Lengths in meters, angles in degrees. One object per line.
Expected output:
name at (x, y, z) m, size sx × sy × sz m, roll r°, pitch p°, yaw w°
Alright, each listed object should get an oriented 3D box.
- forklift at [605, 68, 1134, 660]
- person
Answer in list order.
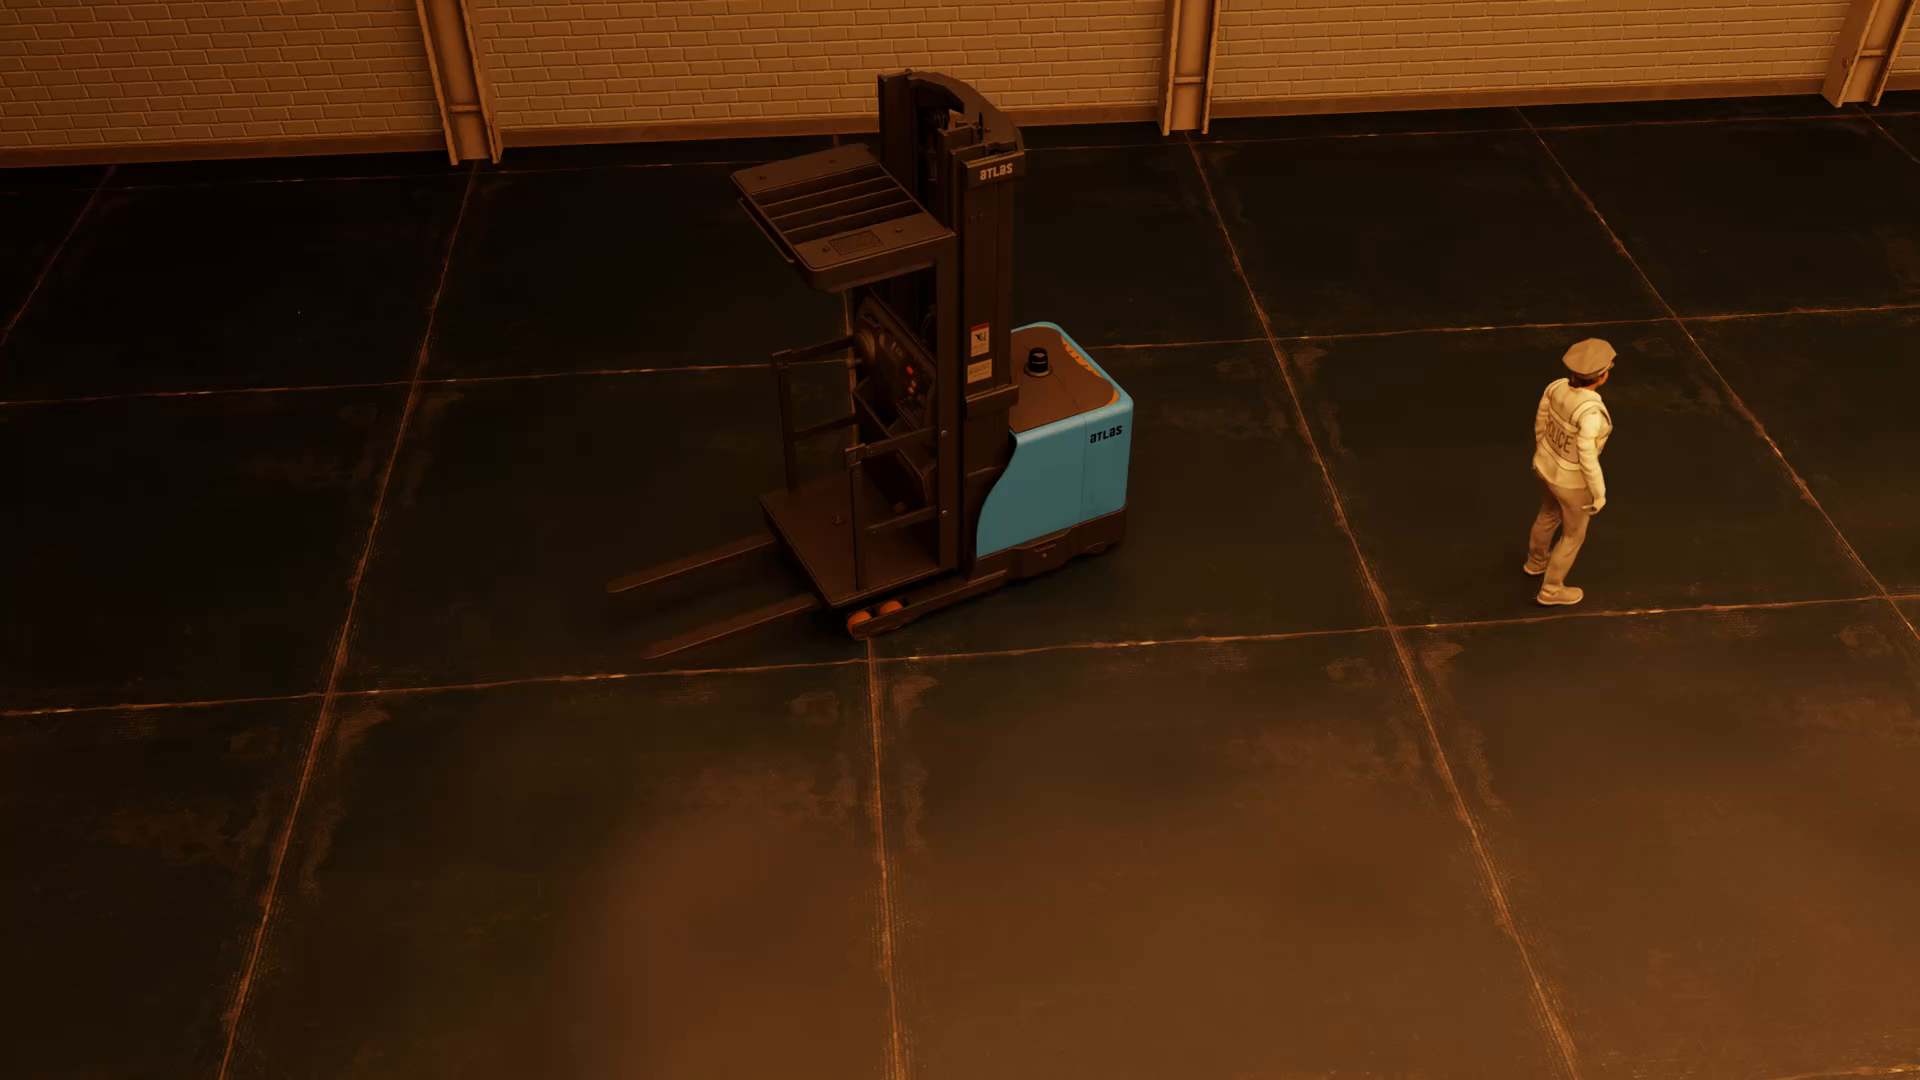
forklift at (-0.541, -0.933, 9.029) m, size 3.031 × 2.935 × 1.130 m, roll -18°, pitch 44°, yaw -20°
person at (3.458, -0.379, 9.357) m, size 0.439 × 1.712 × 0.559 m, roll -10°, pitch 42°, yaw -12°
